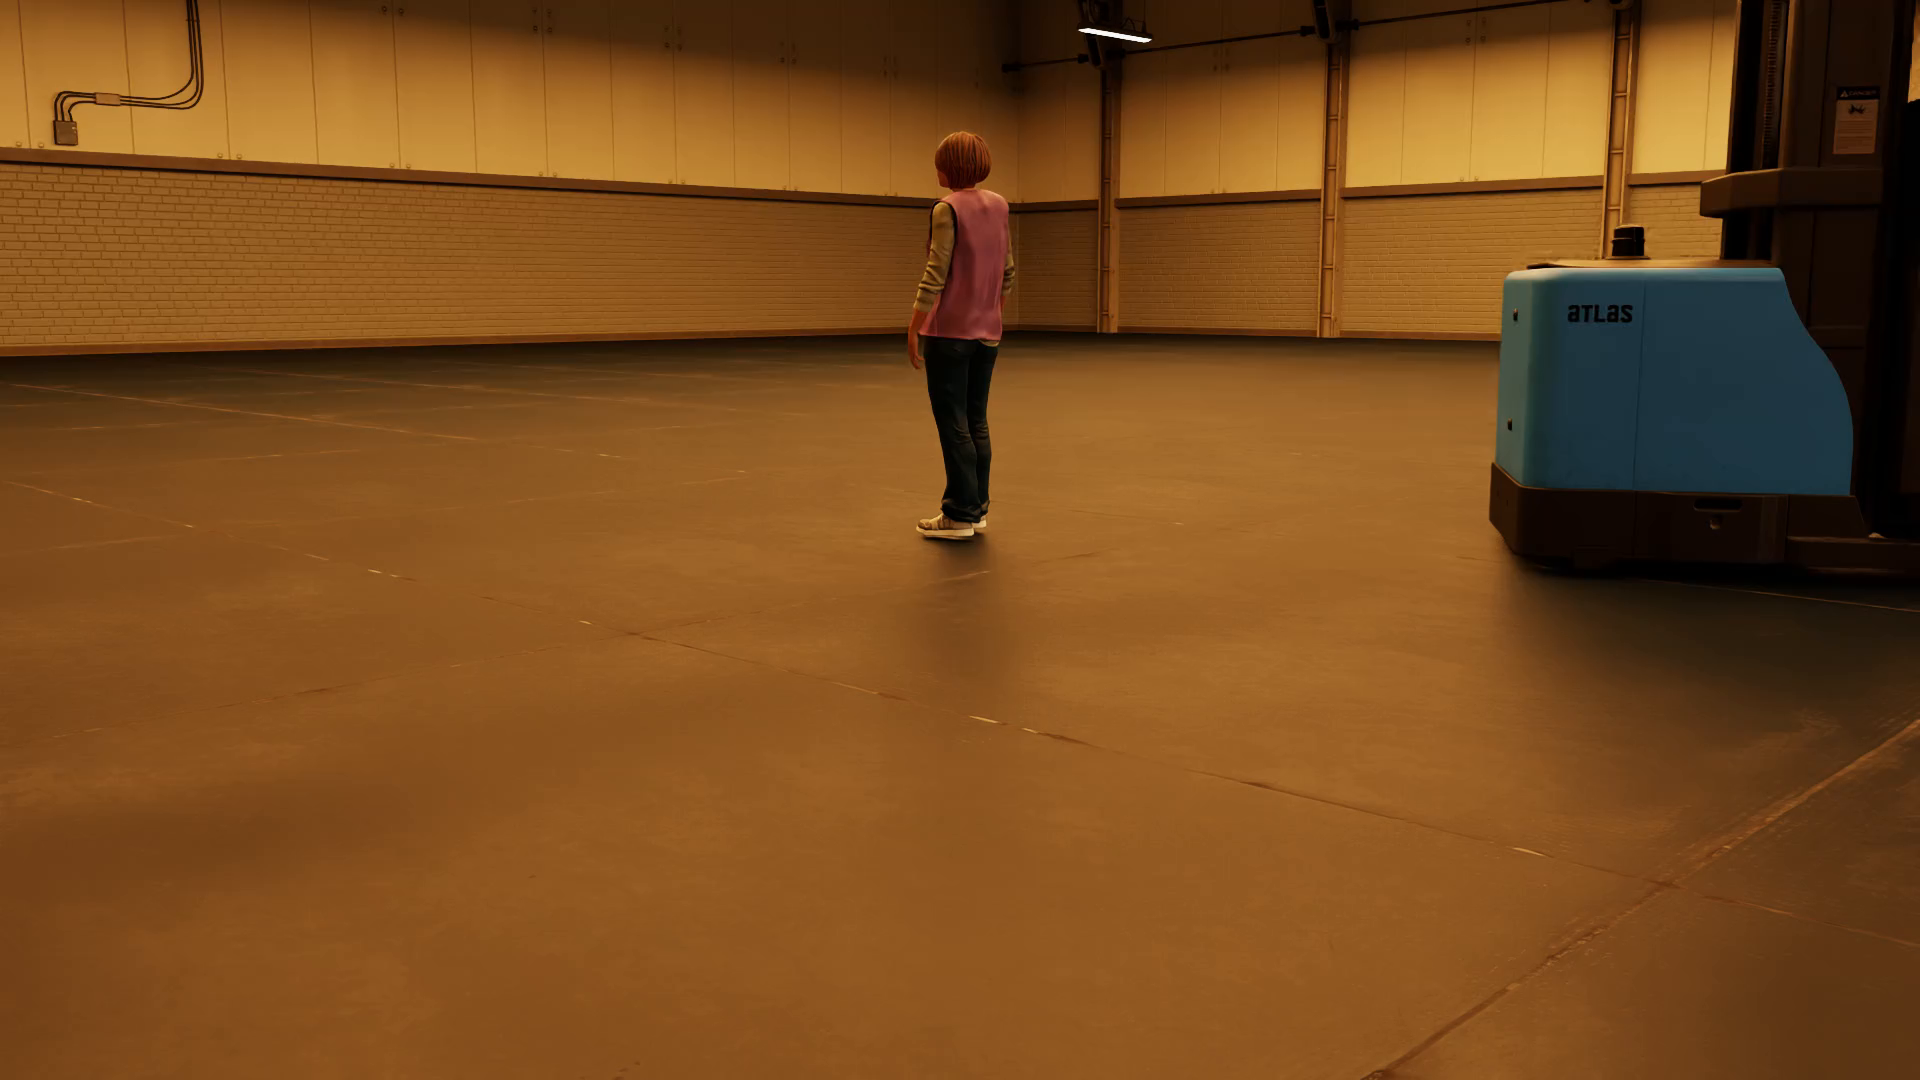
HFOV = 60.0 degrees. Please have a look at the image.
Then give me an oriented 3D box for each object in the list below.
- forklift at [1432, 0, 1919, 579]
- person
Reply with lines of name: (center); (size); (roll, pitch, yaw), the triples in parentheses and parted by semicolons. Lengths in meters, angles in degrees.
forklift: (3.335, -1.360, 5.903); (3.031, 2.935, 1.130); (2, 9, 11)
person: (-0.044, -0.806, 6.659); (0.472, 1.600, 0.520); (8, 12, 43)
